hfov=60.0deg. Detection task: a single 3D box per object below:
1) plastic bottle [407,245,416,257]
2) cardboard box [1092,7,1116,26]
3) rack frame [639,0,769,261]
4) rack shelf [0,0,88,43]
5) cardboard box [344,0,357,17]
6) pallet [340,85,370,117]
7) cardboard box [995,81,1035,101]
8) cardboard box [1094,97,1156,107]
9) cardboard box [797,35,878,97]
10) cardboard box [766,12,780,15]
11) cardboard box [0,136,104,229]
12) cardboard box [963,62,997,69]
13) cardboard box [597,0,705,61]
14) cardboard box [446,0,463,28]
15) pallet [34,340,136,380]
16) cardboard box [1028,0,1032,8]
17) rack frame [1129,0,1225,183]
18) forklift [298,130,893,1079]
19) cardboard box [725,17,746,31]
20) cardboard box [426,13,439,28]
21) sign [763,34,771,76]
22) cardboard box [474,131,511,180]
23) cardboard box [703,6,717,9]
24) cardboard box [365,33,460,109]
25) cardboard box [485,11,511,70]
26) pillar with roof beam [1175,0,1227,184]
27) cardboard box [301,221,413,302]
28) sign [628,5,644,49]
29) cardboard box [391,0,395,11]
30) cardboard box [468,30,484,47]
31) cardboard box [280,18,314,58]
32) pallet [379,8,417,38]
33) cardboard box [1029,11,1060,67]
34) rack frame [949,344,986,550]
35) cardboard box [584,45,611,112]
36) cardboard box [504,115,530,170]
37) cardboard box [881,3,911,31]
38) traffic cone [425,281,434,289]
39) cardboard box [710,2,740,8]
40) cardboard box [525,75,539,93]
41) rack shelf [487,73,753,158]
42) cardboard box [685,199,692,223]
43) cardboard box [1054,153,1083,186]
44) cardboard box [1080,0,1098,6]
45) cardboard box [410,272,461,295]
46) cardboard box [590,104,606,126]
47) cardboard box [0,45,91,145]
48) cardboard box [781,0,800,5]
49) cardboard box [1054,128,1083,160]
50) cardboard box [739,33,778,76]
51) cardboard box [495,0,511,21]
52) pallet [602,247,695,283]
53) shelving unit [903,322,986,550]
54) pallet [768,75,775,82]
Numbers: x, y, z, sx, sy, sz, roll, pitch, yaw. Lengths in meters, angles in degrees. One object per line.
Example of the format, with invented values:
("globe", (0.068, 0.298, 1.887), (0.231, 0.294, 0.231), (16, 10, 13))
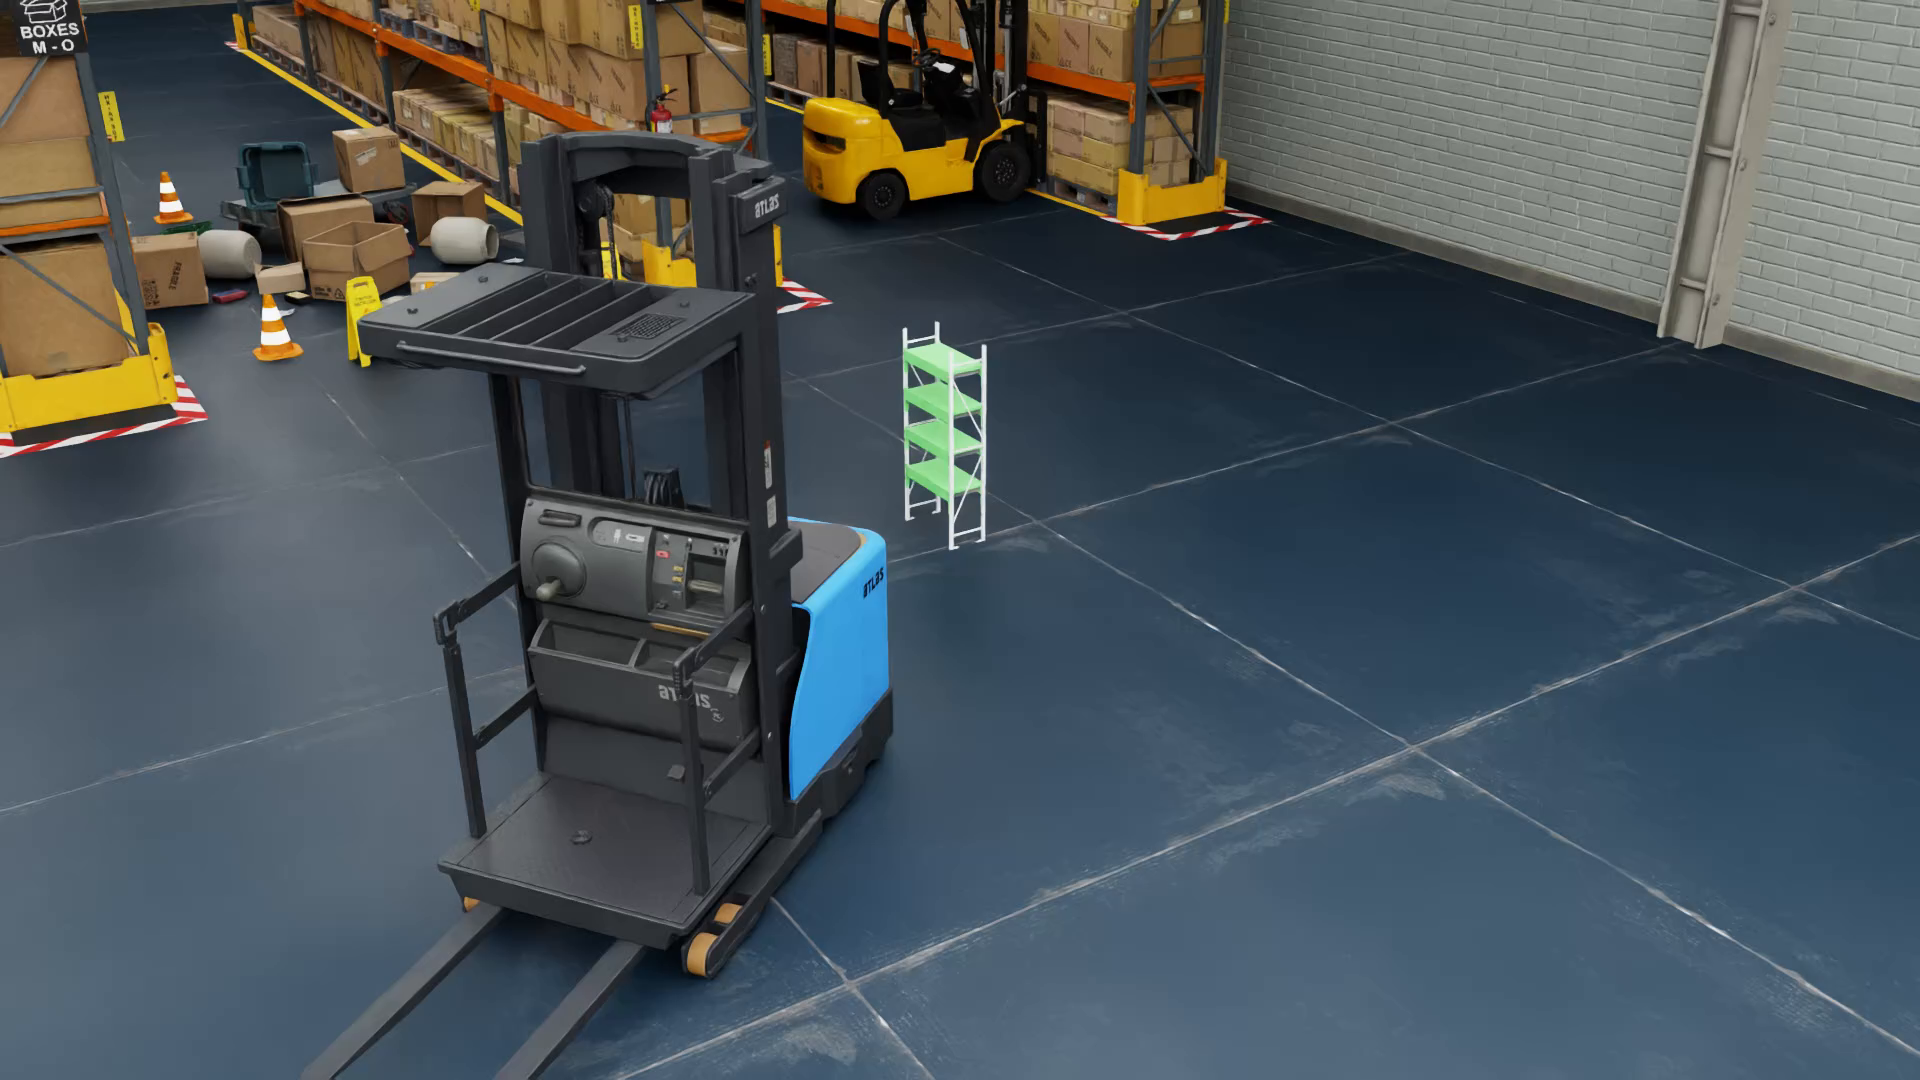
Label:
("plastic bottle", (-5.107, -2.671, 15.336), (0.133, 0.061, 0.283), (-10, 27, -21))
("cardboard box", (1.511, -5.108, 16.179), (0.380, 0.149, 0.250), (-15, 29, -29))
("rack frame", (-2.057, -3.468, 13.582), (1.000, 3.000, 0.127), (-16, 29, -30))
("rack shelf", (-7.241, -4.025, 12.090), (1.077, 0.370, 4.000), (-16, 29, -30))
("cardboard box", (-7.210, -6.561, 20.310), (0.500, 0.250, 0.500), (-15, 29, -29))
("pallet", (-7.453, -5.804, 21.797), (1.003, 0.211, 1.213), (-16, 29, -30))
("cardboard box", (0.469, -4.849, 18.065), (0.500, 0.250, 0.500), (-14, 29, -28))
("cardboard box", (1.720, -4.418, 17.153), (0.500, 0.250, 0.500), (-15, 29, -29))
("cardboard box", (-1.575, -6.145, 21.543), (0.875, 0.625, 0.625), (-14, 29, -28))
("cardboard box", (-2.687, -7.390, 23.566), (0.380, 0.149, 0.250), (-17, 30, -32))
("cardboard box", (-6.390, -2.468, 11.289), (0.875, 0.550, 0.550), (-16, 29, -30))
("cardboard box", (0.347, -5.324, 19.072), (0.500, 0.250, 0.500), (-15, 29, -29))
("cardboard box", (-2.519, -4.231, 13.563), (0.700, 0.500, 0.500), (-16, 30, -31))
("cardboard box", (-4.957, -5.557, 17.050), (0.500, 0.500, 0.500), (-15, 29, -29))
("pallet", (-6.651, -1.285, 12.224), (1.003, 0.211, 1.213), (-16, 29, -30))
("cardboard box", (0.894, -5.587, 17.193), (0.380, 0.149, 0.250), (-16, 30, -30))
("rack frame", (2.100, -4.626, 16.035), (1.000, 3.000, 0.127), (-16, 29, -30))
("forklift", (-1.317, 0.119, 6.065), (1.130, 2.935, 3.031), (9, 27, 19))
("cardboard box", (-3.031, -7.153, 23.064), (0.380, 0.149, 0.250), (-17, 30, -31))
("cardboard box", (-5.561, -5.657, 18.021), (0.380, 0.149, 0.250), (-15, 29, -28))
("sign", (-1.602, -3.986, 13.665), (0.100, 0.325, 0.005), (-16, 29, -30))
("cardboard box", (-4.529, -4.087, 17.480), (0.950, 0.372, 0.625), (-15, 29, -29))
("cardboard box", (-3.713, -7.628, 24.071), (0.380, 0.149, 0.250), (-14, 29, -28))
("cardboard box", (-6.732, -5.825, 20.572), (0.875, 0.875, 0.875), (-16, 30, -30))
("cardboard box", (-4.234, -4.856, 16.057), (0.500, 0.500, 0.500), (-16, 29, -30))
("pillar with roof beam", (-1.132, -6.795, 13.602), (9.100, 9.000, 0.400), (-16, 29, -30))
("cardboard box", (-5.137, -2.377, 14.196), (0.637, 0.503, 0.797), (7, 26, 15))
("sign", (-2.533, -4.012, 13.009), (0.100, 0.325, 0.005), (-16, 29, -30))
("cardboard box", (-6.276, -6.137, 19.039), (0.380, 0.149, 0.250), (-18, 30, -33))
("cardboard box", (-4.753, -5.094, 16.830), (0.380, 0.149, 0.250), (-15, 29, -29))
("cardboard box", (-9.350, -7.361, 24.338), (0.875, 0.438, 0.875), (-17, 30, -31))
("pallet", (-5.946, -6.012, 19.197), (1.213, 0.211, 1.003), (-16, 29, -30))
("cardboard box", (1.056, -5.157, 17.043), (0.500, 0.500, 0.500), (-16, 30, -31))
("rack frame", (0.043, -0.515, 9.434), (0.240, 1.200, 0.015), (-16, 29, -30))
("cardboard box", (-2.854, -3.958, 14.154), (0.500, 0.500, 0.500), (-15, 29, -29))
("cardboard box", (-4.145, -3.910, 16.370), (0.500, 0.500, 0.500), (-14, 29, -27))
("cardboard box", (-0.578, -6.108, 19.351), (0.500, 0.250, 0.500), (-15, 29, -28))
("traffic cone", (-4.117, -1.793, 13.007), (0.336, 0.463, 0.334), (-16, 29, -30))
("cardboard box", (-3.453, -7.832, 24.503), (0.380, 0.149, 0.250), (-15, 29, -28))
("cardboard box", (-3.880, -4.335, 15.713), (0.380, 0.149, 0.250), (-15, 29, -28))
("rack shelf", (-3.149, -3.858, 15.251), (1.077, 0.370, 4.000), (-16, 29, -30))
("cardboard box", (-2.279, -3.115, 14.685), (0.500, 0.500, 0.500), (-17, 30, -31))
("cardboard box", (1.315, -3.847, 17.114), (0.500, 0.250, 0.500), (-16, 29, -30))
("cardboard box", (1.402, -5.346, 16.336), (0.380, 0.149, 0.250), (-15, 29, -28))
("cardboard box", (-4.465, -2.176, 14.186), (0.380, 0.149, 0.250), (-1, 25, -3))
("cardboard box", (-2.959, -3.685, 14.336), (0.380, 0.149, 0.250), (-15, 29, -29))
("cardboard box", (-6.319, -2.976, 11.100), (0.875, 0.550, 0.550), (-16, 29, -30))
("cardboard box", (-1.959, -7.023, 21.288), (0.500, 0.250, 0.500), (-16, 30, -31))
("cardboard box", (1.307, -4.082, 17.026), (0.500, 0.250, 0.500), (-16, 30, -30))
("cardboard box", (-2.678, -6.648, 22.755), (0.500, 0.500, 0.500), (-15, 29, -28))
("cardboard box", (-3.921, -5.135, 15.476), (0.700, 0.500, 0.500), (-15, 29, -29))
("pallet", (-2.512, -2.533, 14.868), (1.003, 0.211, 1.213), (-16, 29, -30))
("shelving unit", (-0.090, -0.602, 9.619), (0.258, 1.200, 0.503), (-16, 29, -30))
("pallet", (-2.643, -6.502, 23.276), (1.003, 0.211, 1.213), (-16, 29, -30))
